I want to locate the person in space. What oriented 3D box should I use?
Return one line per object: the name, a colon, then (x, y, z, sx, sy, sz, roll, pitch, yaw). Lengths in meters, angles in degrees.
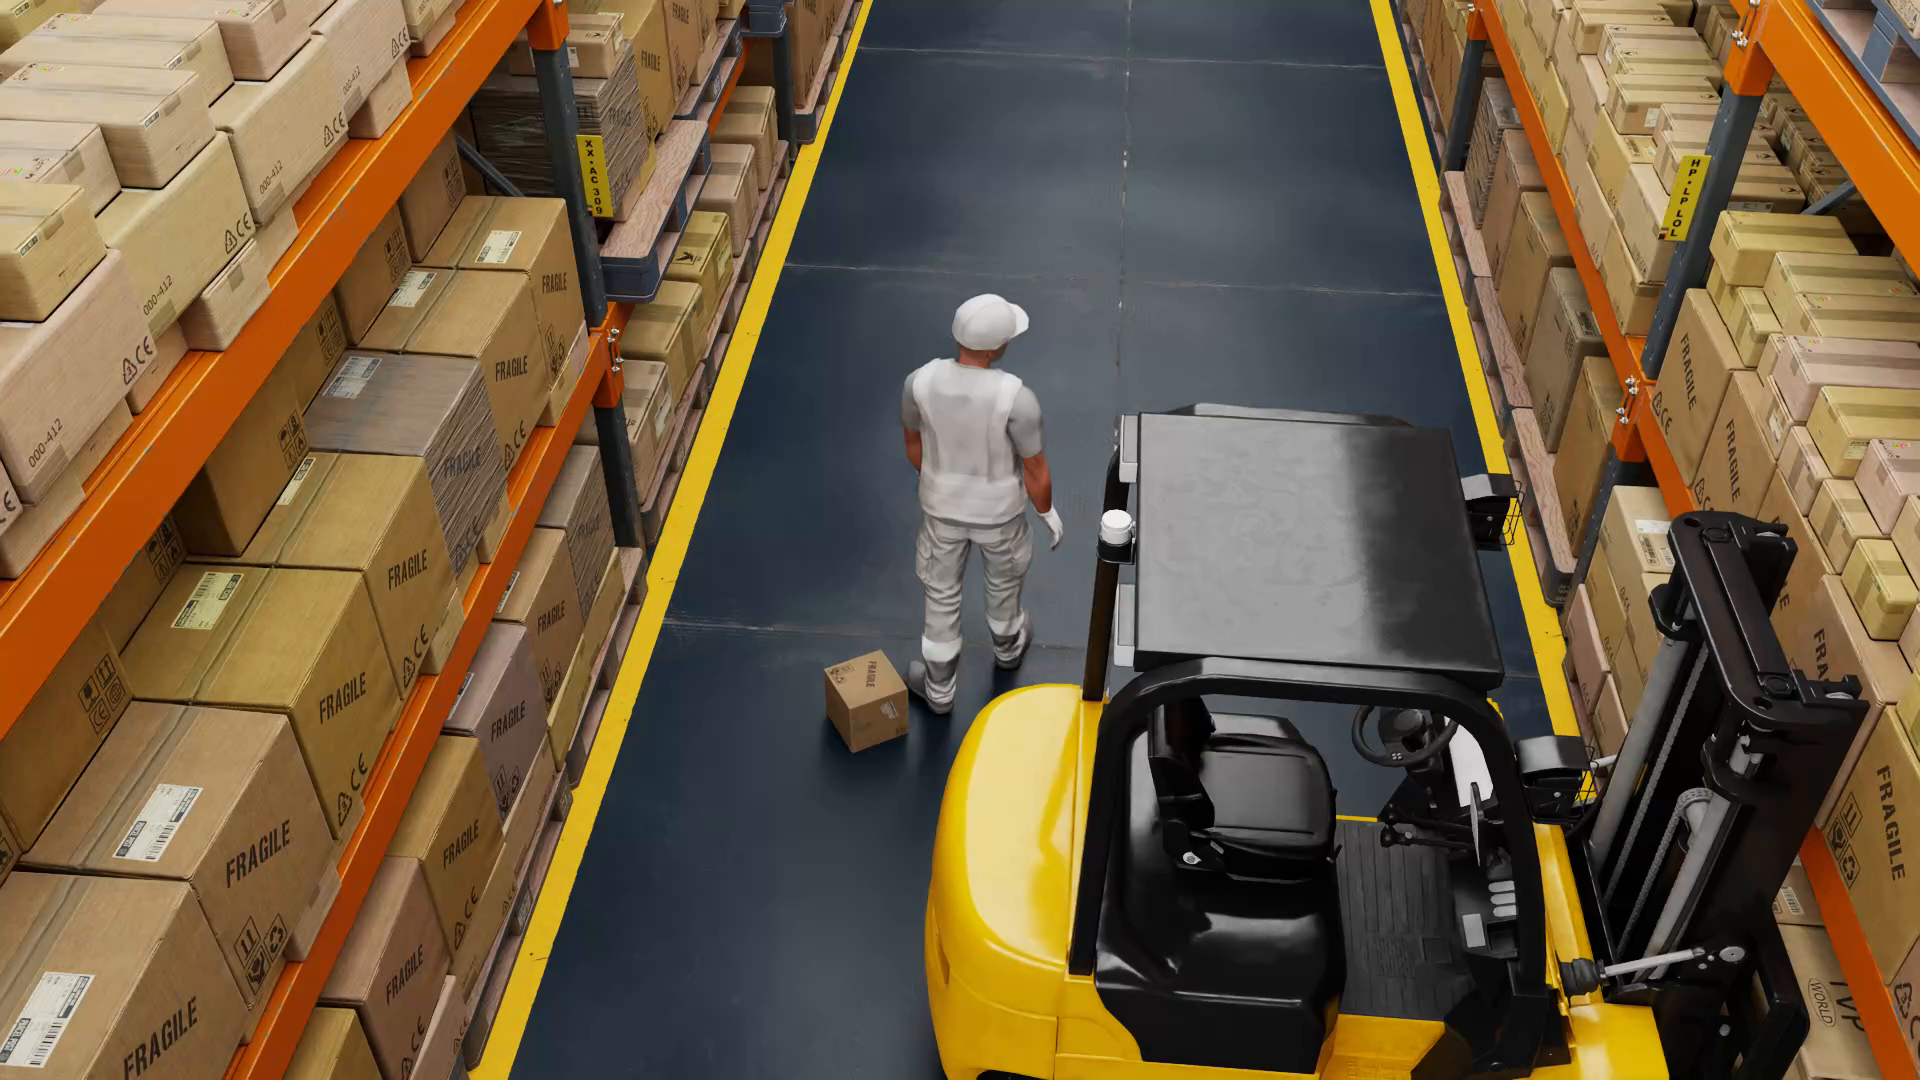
person: (0.093, -0.154, 6.292, 0.625, 1.784, 0.626, 8, 40, 10)
